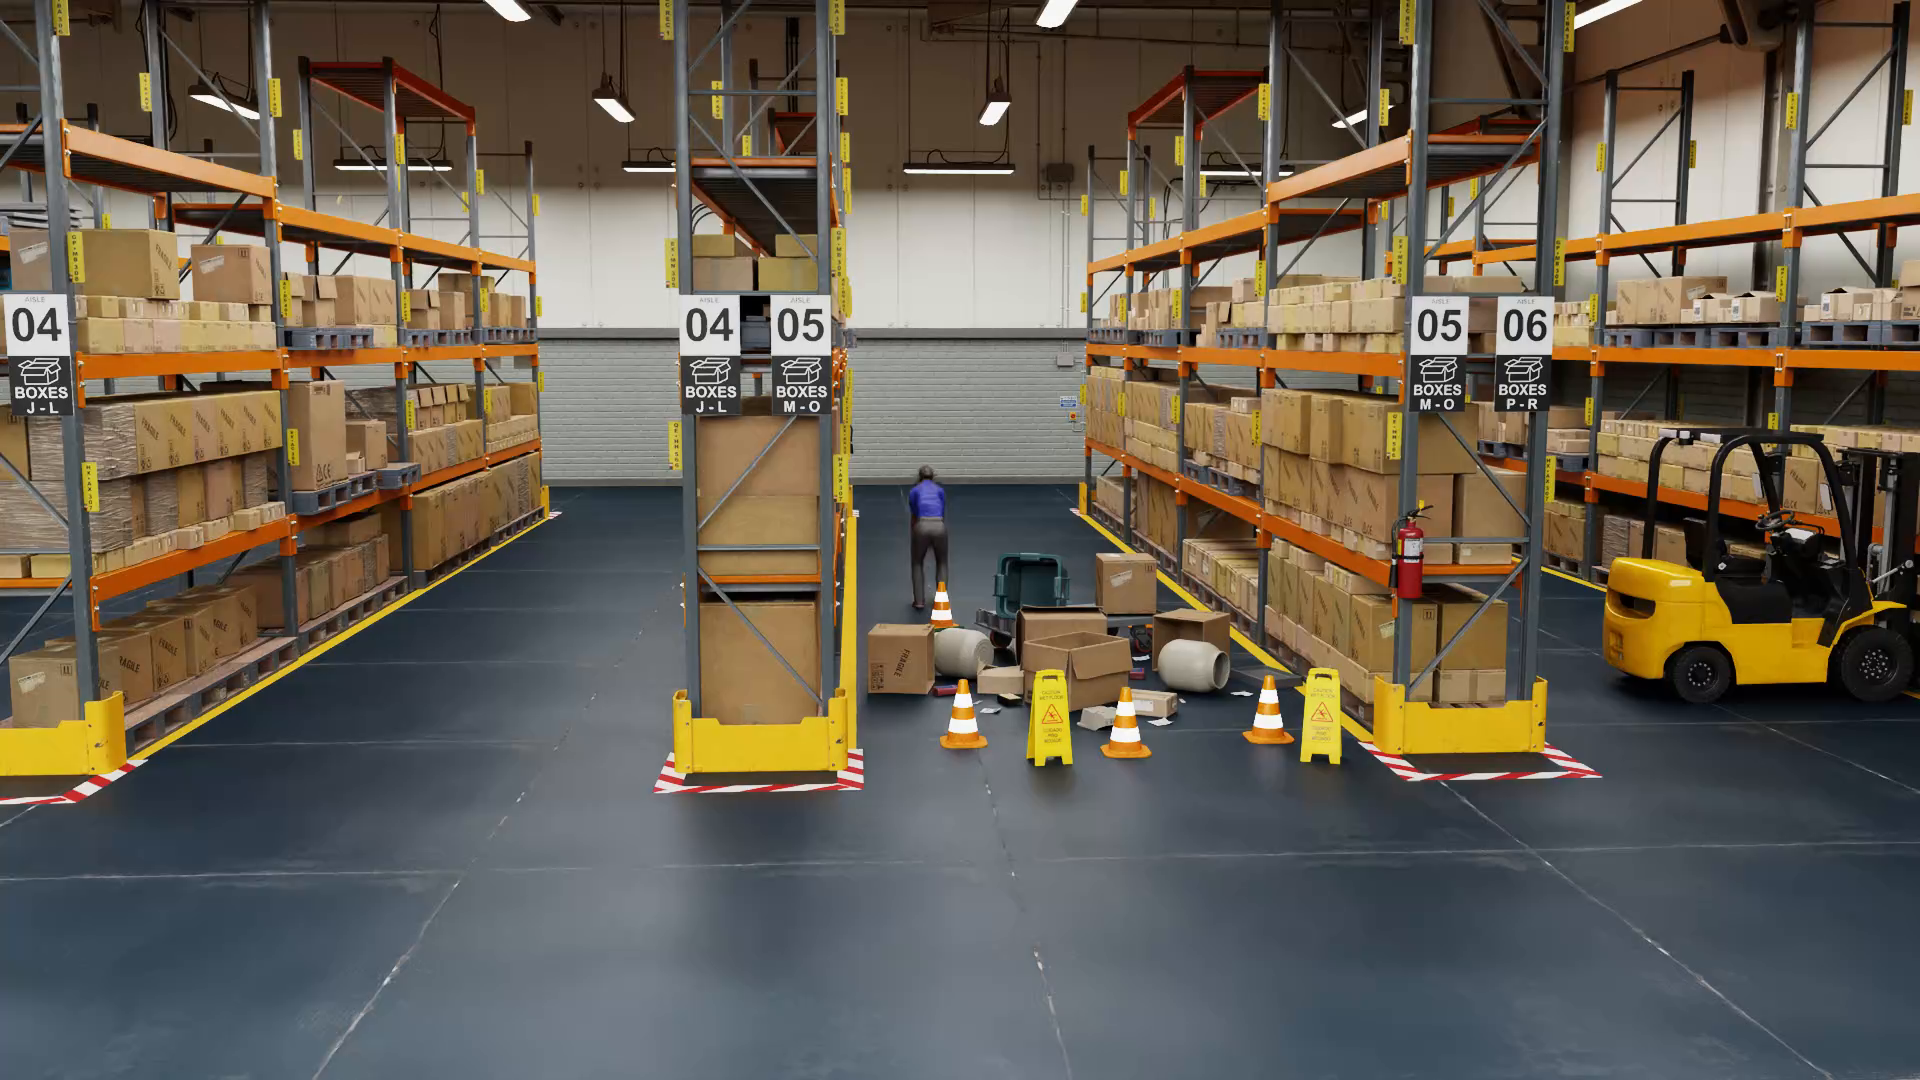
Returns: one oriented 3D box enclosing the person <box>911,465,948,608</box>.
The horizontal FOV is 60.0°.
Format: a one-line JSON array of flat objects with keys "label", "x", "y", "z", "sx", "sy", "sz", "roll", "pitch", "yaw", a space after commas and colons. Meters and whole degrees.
[{"label": "person", "x": -0.339, "y": -0.036, "z": 18.133, "sx": 0.402, "sy": 1.531, "sz": 0.614, "roll": -1, "pitch": 7, "yaw": -5}]
